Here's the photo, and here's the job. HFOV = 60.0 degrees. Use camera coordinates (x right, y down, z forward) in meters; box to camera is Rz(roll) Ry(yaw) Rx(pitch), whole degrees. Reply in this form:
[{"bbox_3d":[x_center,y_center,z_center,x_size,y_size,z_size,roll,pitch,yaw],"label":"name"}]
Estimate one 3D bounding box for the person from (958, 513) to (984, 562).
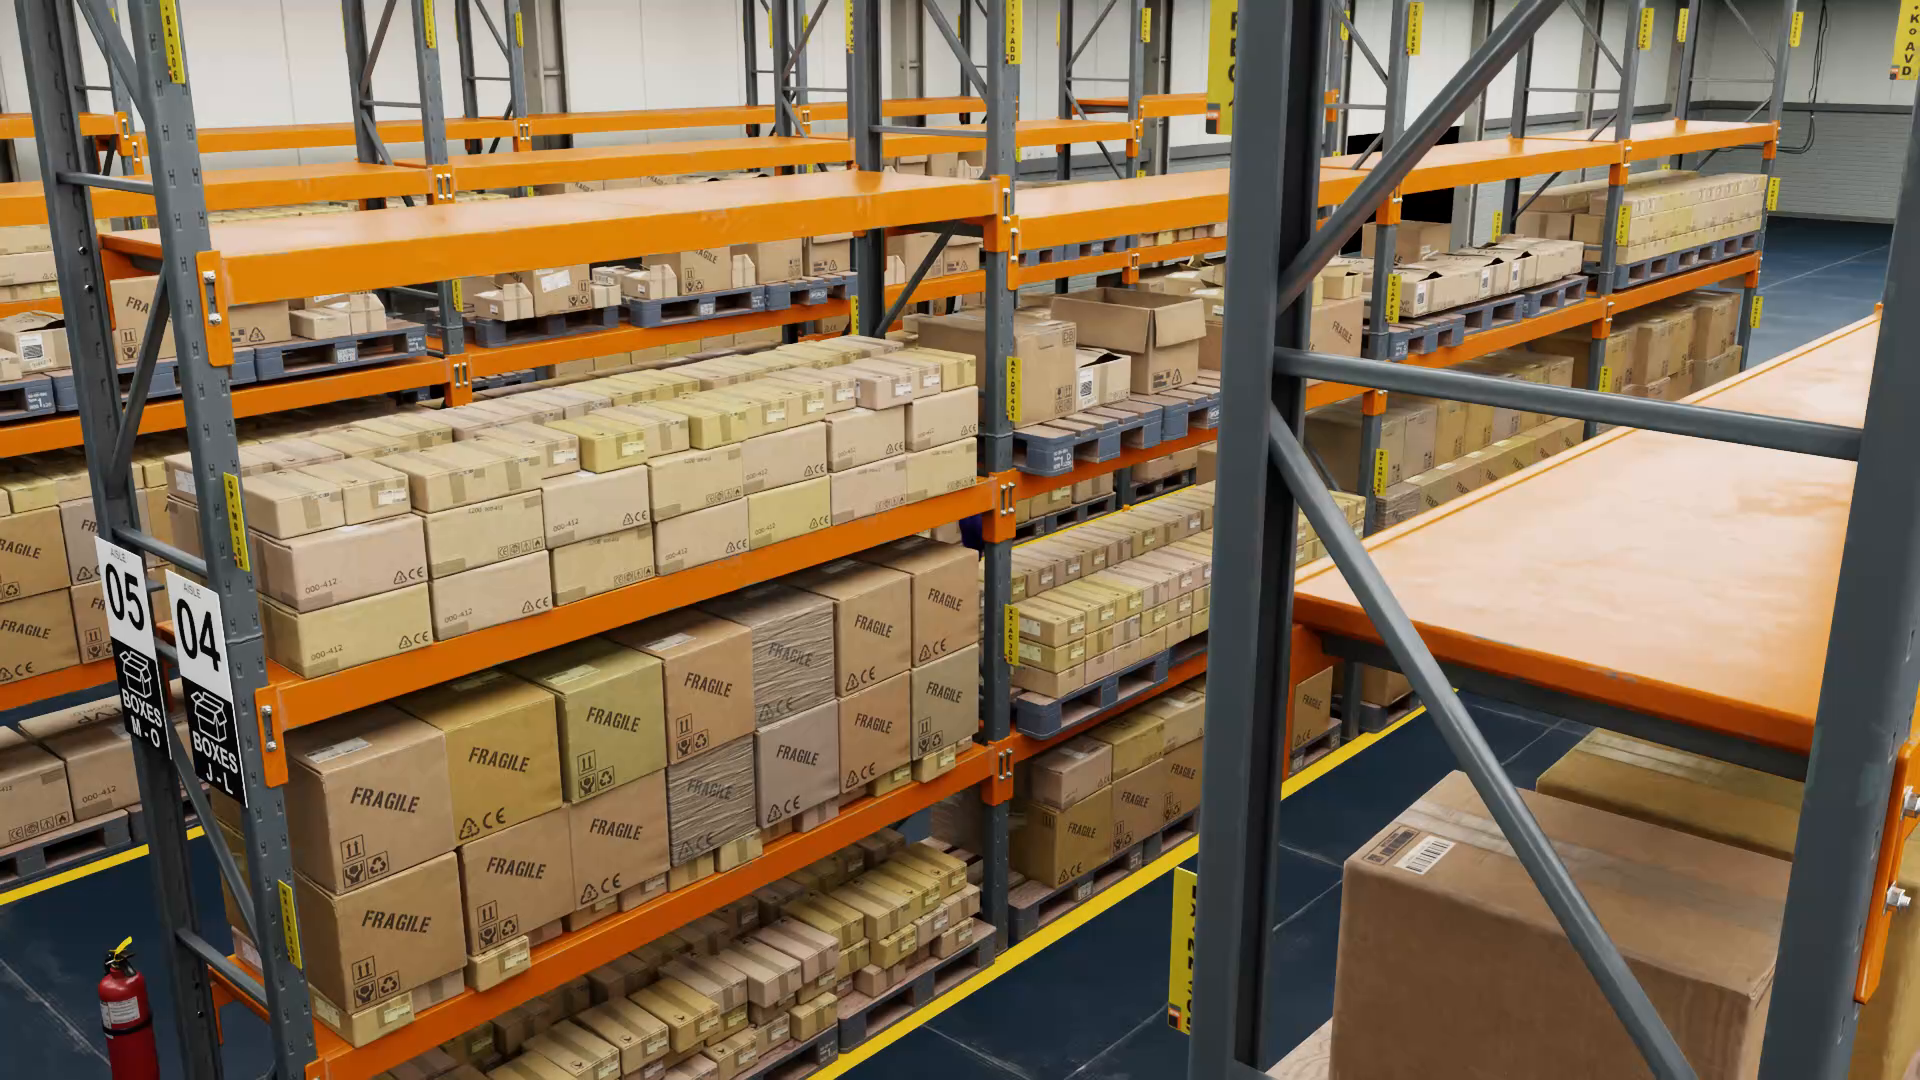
[{"bbox_3d":[0.183,-0.166,14.813,0.471,1.649,0.341,14,22,39],"label":"person"}]
